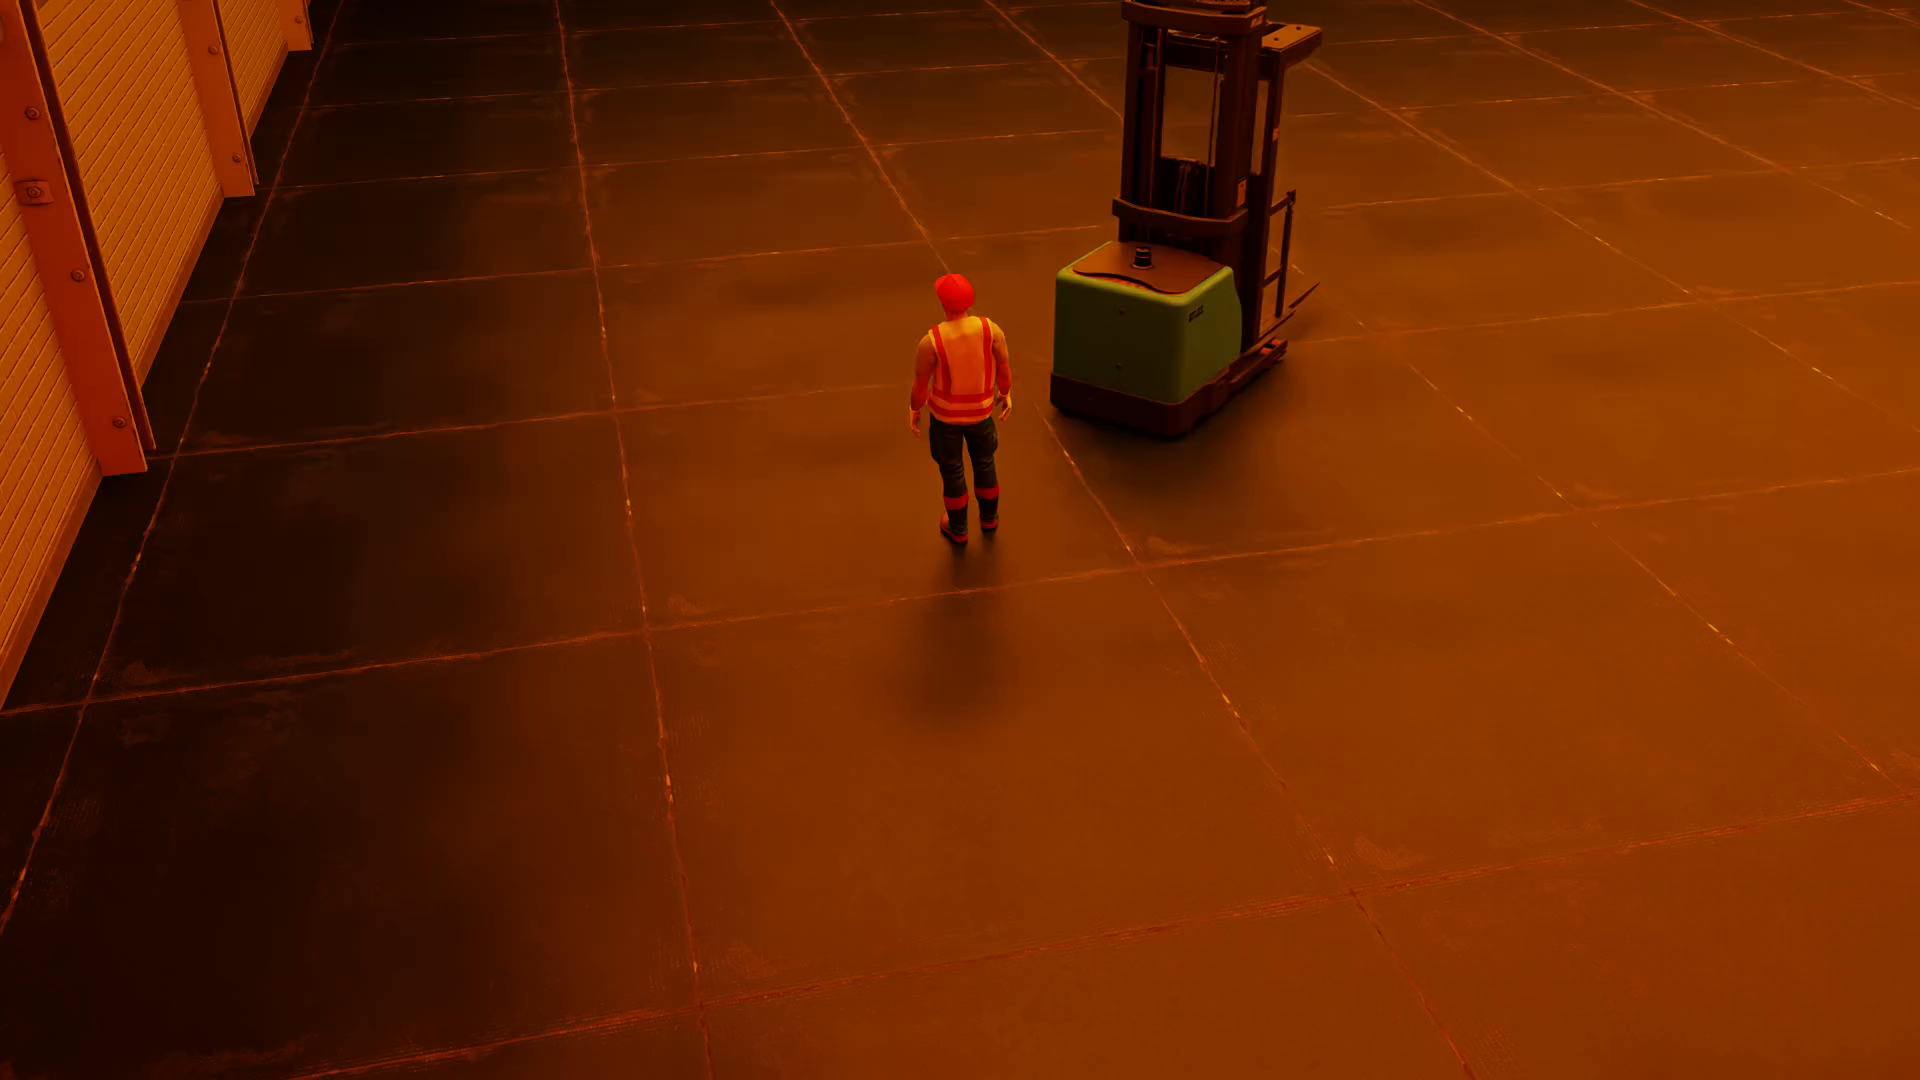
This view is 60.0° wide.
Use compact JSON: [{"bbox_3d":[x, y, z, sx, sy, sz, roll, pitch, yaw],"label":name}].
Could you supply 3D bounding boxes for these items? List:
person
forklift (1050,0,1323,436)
[{"bbox_3d":[-0.007,-0.821,10.118,0.638,1.787,0.564,-7,31,-12],"label":"person"},{"bbox_3d":[1.882,-2.693,12.226,1.130,2.935,3.031,18,35,28],"label":"forklift"}]
